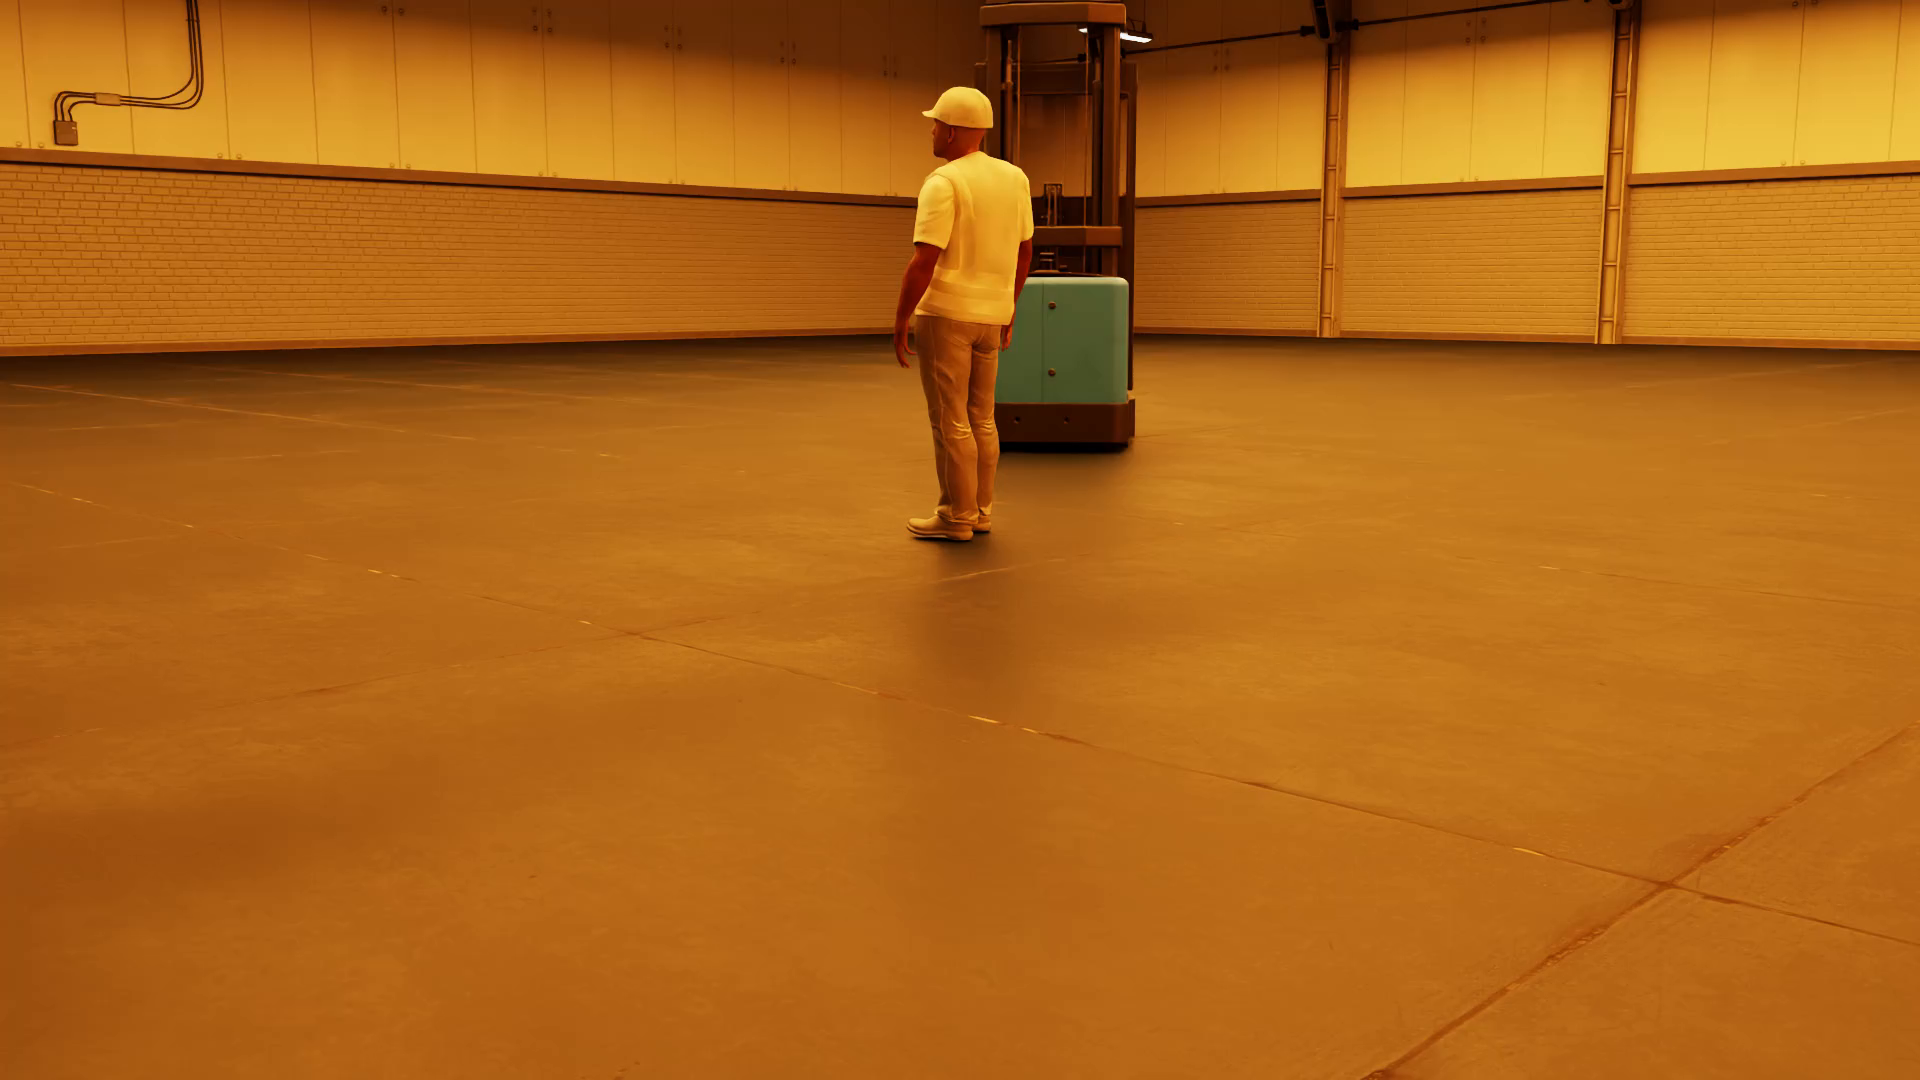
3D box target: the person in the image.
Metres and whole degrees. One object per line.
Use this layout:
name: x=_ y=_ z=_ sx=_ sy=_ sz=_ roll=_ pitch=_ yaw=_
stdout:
person: x=-0.045 y=-0.888 z=6.637 sx=0.577 sy=1.764 sz=0.665 roll=8 pitch=12 yaw=43

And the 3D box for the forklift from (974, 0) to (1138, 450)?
forklift: x=0.667 y=-2.201 z=11.494 sx=1.130 sy=2.935 sz=3.031 roll=1 pitch=9 yaw=6
